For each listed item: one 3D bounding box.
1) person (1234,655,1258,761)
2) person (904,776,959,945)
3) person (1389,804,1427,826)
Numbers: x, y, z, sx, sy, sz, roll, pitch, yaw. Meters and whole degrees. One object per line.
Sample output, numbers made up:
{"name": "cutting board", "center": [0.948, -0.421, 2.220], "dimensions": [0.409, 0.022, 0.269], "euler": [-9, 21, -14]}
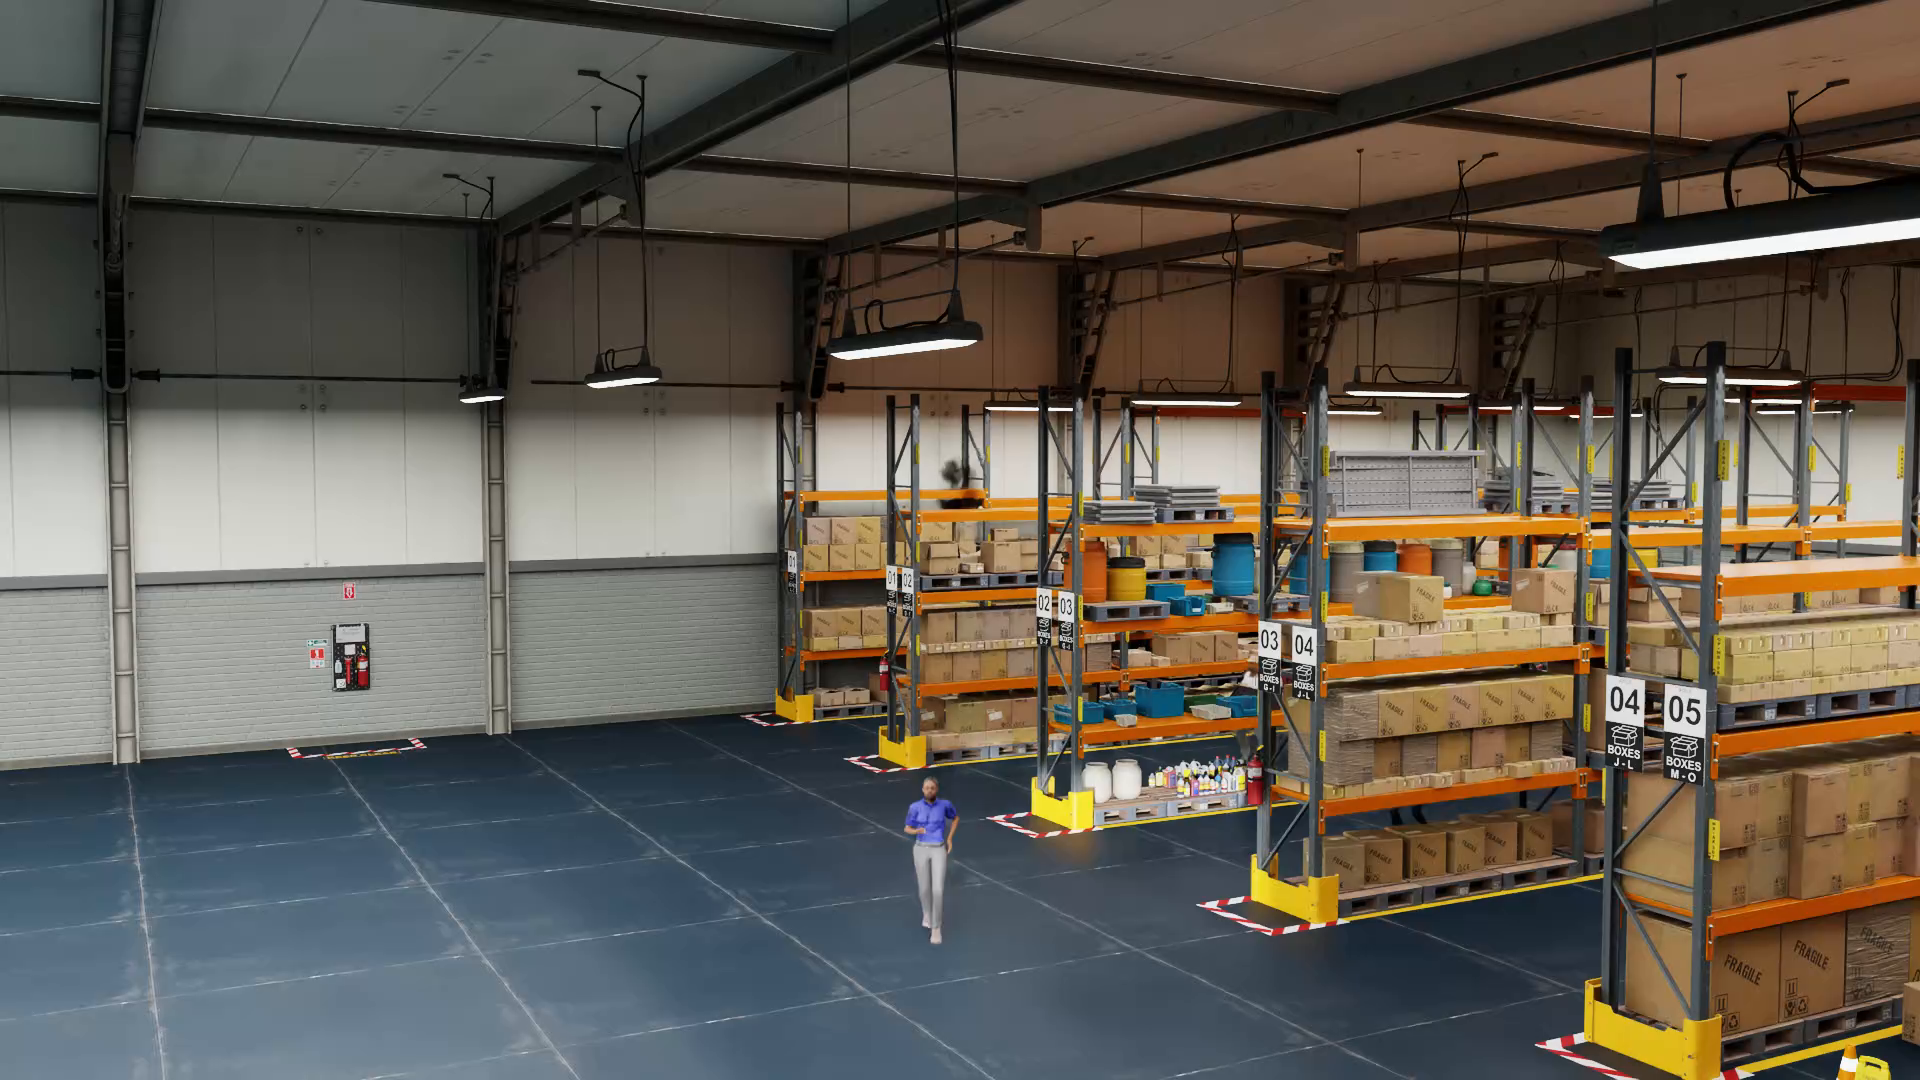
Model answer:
{"name": "person", "center": [4.739, 2.761, 27.005], "dimensions": [0.728, 1.798, 0.671], "euler": [-3, 4, -39]}
{"name": "person", "center": [-0.306, 3.352, 17.502], "dimensions": [0.560, 1.697, 0.703], "euler": [0, 3, 4]}
{"name": "person", "center": [5.697, 3.169, 21.100], "dimensions": [0.710, 1.644, 0.503], "euler": [-3, 4, -39]}
